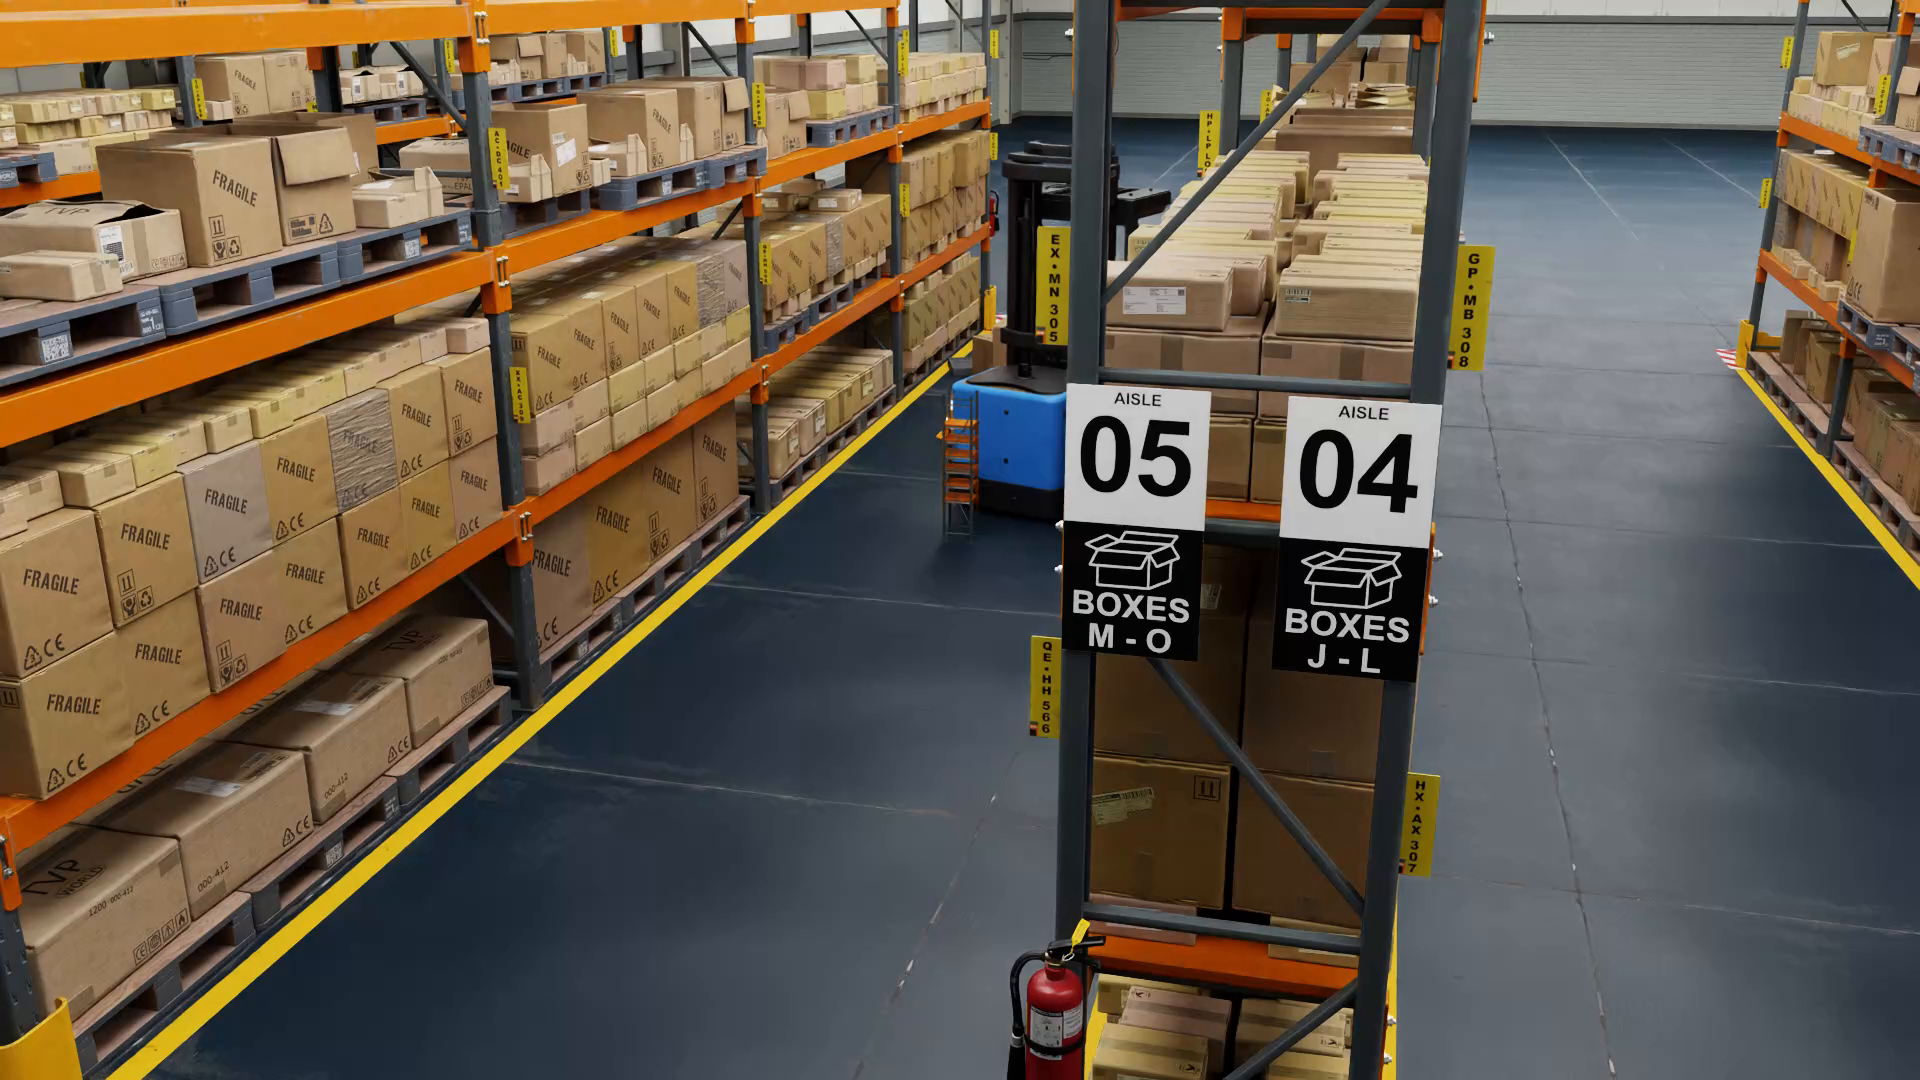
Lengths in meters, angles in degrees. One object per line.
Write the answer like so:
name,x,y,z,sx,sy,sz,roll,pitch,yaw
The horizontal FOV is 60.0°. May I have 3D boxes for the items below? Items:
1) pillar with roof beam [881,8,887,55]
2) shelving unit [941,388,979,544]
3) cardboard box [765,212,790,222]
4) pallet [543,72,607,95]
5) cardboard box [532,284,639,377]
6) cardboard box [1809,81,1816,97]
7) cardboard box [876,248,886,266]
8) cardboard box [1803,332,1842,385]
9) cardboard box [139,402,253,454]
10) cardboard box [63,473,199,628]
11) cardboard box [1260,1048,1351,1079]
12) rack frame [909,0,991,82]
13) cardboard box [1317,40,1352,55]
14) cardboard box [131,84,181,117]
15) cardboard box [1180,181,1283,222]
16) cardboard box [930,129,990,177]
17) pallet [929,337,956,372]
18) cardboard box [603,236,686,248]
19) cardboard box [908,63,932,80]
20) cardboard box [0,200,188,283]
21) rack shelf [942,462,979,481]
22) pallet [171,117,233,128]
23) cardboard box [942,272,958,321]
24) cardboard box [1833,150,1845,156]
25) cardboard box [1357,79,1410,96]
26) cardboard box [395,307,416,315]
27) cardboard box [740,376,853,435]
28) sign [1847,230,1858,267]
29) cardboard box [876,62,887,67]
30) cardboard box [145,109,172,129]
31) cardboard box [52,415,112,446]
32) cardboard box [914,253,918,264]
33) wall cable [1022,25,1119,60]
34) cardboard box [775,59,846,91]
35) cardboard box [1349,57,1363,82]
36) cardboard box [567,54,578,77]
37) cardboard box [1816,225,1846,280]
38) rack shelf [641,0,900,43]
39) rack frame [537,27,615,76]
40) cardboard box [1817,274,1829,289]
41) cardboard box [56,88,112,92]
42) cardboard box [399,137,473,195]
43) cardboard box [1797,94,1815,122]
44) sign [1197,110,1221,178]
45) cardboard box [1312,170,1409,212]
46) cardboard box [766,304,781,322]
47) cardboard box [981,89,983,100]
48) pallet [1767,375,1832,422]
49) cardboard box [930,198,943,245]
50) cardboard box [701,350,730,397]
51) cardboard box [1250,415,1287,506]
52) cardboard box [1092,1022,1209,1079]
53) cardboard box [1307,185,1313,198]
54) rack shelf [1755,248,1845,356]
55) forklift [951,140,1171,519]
pillar with roof beam,2.592,-12.569,36.064,9.100,9.000,0.400,5,19,13
shelving unit,0.004,-0.572,13.007,0.258,1.200,0.189,5,19,13
cardboard box,-1.863,-2.720,15.247,0.500,0.500,0.500,4,19,11
pallet,-5.134,-5.733,20.829,1.003,0.211,1.213,5,19,13
cardboard box,-2.445,-1.378,10.879,0.500,0.500,0.500,4,19,12
cardboard box,8.961,-4.629,17.073,0.380,0.149,0.250,5,20,16
cardboard box,-0.958,-2.828,16.564,0.380,0.149,0.250,5,19,14
cardboard box,9.034,-1.838,17.147,0.500,0.500,0.500,7,20,18
cardboard box,-3.345,-0.492,7.282,0.380,0.149,0.250,5,19,14
cardboard box,-3.519,0.020,6.788,0.500,0.500,0.500,4,19,12
cardboard box,1.292,1.974,6.068,0.380,0.149,0.250,5,19,13
rack frame,-0.122,-7.023,19.828,1.000,3.000,0.127,5,19,13
cardboard box,3.752,-4.953,16.758,0.380,0.149,0.250,5,19,14
cardboard box,-6.963,-3.910,14.780,0.500,0.250,0.500,5,19,13
cardboard box,1.097,-1.358,6.723,0.380,0.149,0.250,6,20,16
cardboard box,-0.035,-4.668,20.053,0.700,0.500,0.500,4,19,12
pallet,-0.674,-2.208,19.325,1.003,0.211,1.213,5,19,13
cardboard box,-2.434,-2.062,12.883,0.500,0.500,0.500,4,19,12
cardboard box,-0.507,-4.928,17.488,0.380,0.149,0.250,5,19,13
cardboard box,-3.617,-1.258,6.923,0.500,0.311,0.500,5,19,14
rack shelf,0.004,-0.530,13.021,0.258,0.103,0.180,5,19,13
pallet,-6.812,-3.618,14.790,1.213,0.211,1.003,6,20,16
cardboard box,-0.319,-2.844,19.317,0.500,0.500,0.500,4,19,12
cardboard box,9.593,-3.871,17.719,0.500,0.500,0.500,5,19,13
cardboard box,2.901,-2.999,11.349,0.396,0.266,0.258,5,19,13
cardboard box,-6.030,-2.232,18.106,0.875,0.625,0.625,6,20,16
cardboard box,-1.566,-1.278,15.703,0.950,0.372,0.625,5,20,15
sign,7.982,-2.598,14.814,0.100,0.325,0.005,5,19,13
cardboard box,-0.994,-5.053,17.855,0.380,0.149,0.250,4,19,12
cardboard box,-6.744,-3.475,13.695,0.380,0.149,0.250,5,20,14
cardboard box,-3.884,-0.446,7.149,0.380,0.149,0.250,4,19,13
cardboard box,-0.665,-3.054,17.877,0.380,0.149,0.250,5,19,13
wall cable,3.351,-16.020,50.971,3.097,2.526,0.112,5,19,13
cardboard box,-1.346,-4.201,15.015,0.500,0.250,0.500,5,19,14
cardboard box,3.720,-4.640,16.458,0.500,0.250,0.500,5,19,13
cardboard box,-4.906,-5.814,20.332,0.396,0.266,0.258,5,19,14
cardboard box,8.861,-2.791,16.103,0.875,0.500,0.500,5,19,13
rack shelf,-1.588,-4.613,14.503,1.077,0.370,4.000,5,19,13
rack frame,-4.936,-7.414,20.972,1.000,3.000,0.127,5,19,13
cardboard box,8.631,-2.508,16.277,0.380,0.149,0.250,5,19,13
cardboard box,-7.249,-3.652,13.754,0.380,0.149,0.250,4,19,11
cardboard box,-3.042,-2.292,10.105,0.500,0.311,0.500,5,19,13
cardboard box,8.999,-4.458,17.189,0.500,0.250,0.500,4,19,12
sign,1.232,-1.957,8.227,0.100,0.325,0.005,5,19,13
cardboard box,1.707,-1.482,7.086,0.380,0.149,0.250,5,20,15
cardboard box,-1.715,-1.930,13.936,0.380,0.149,0.250,3,19,10
cardboard box,0.062,-5.351,19.962,0.380,0.149,0.250,5,19,14
pallet,8.936,-1.425,17.034,1.003,0.211,1.213,5,19,13
cardboard box,-0.486,-3.550,18.326,0.500,0.500,0.500,4,19,13
cardboard box,-2.058,-1.266,12.484,0.500,0.250,0.500,5,19,14
cardboard box,1.151,-0.279,4.956,0.500,0.250,0.500,5,20,15
cardboard box,0.677,1.873,5.905,0.380,0.149,0.250,5,19,14
cardboard box,1.420,-1.517,7.807,0.500,0.250,0.500,5,20,15
rack shelf,8.999,-2.435,16.788,1.077,0.370,4.000,5,19,13
forklift,1.120,-1.982,14.457,1.130,2.935,3.031,11,22,30
